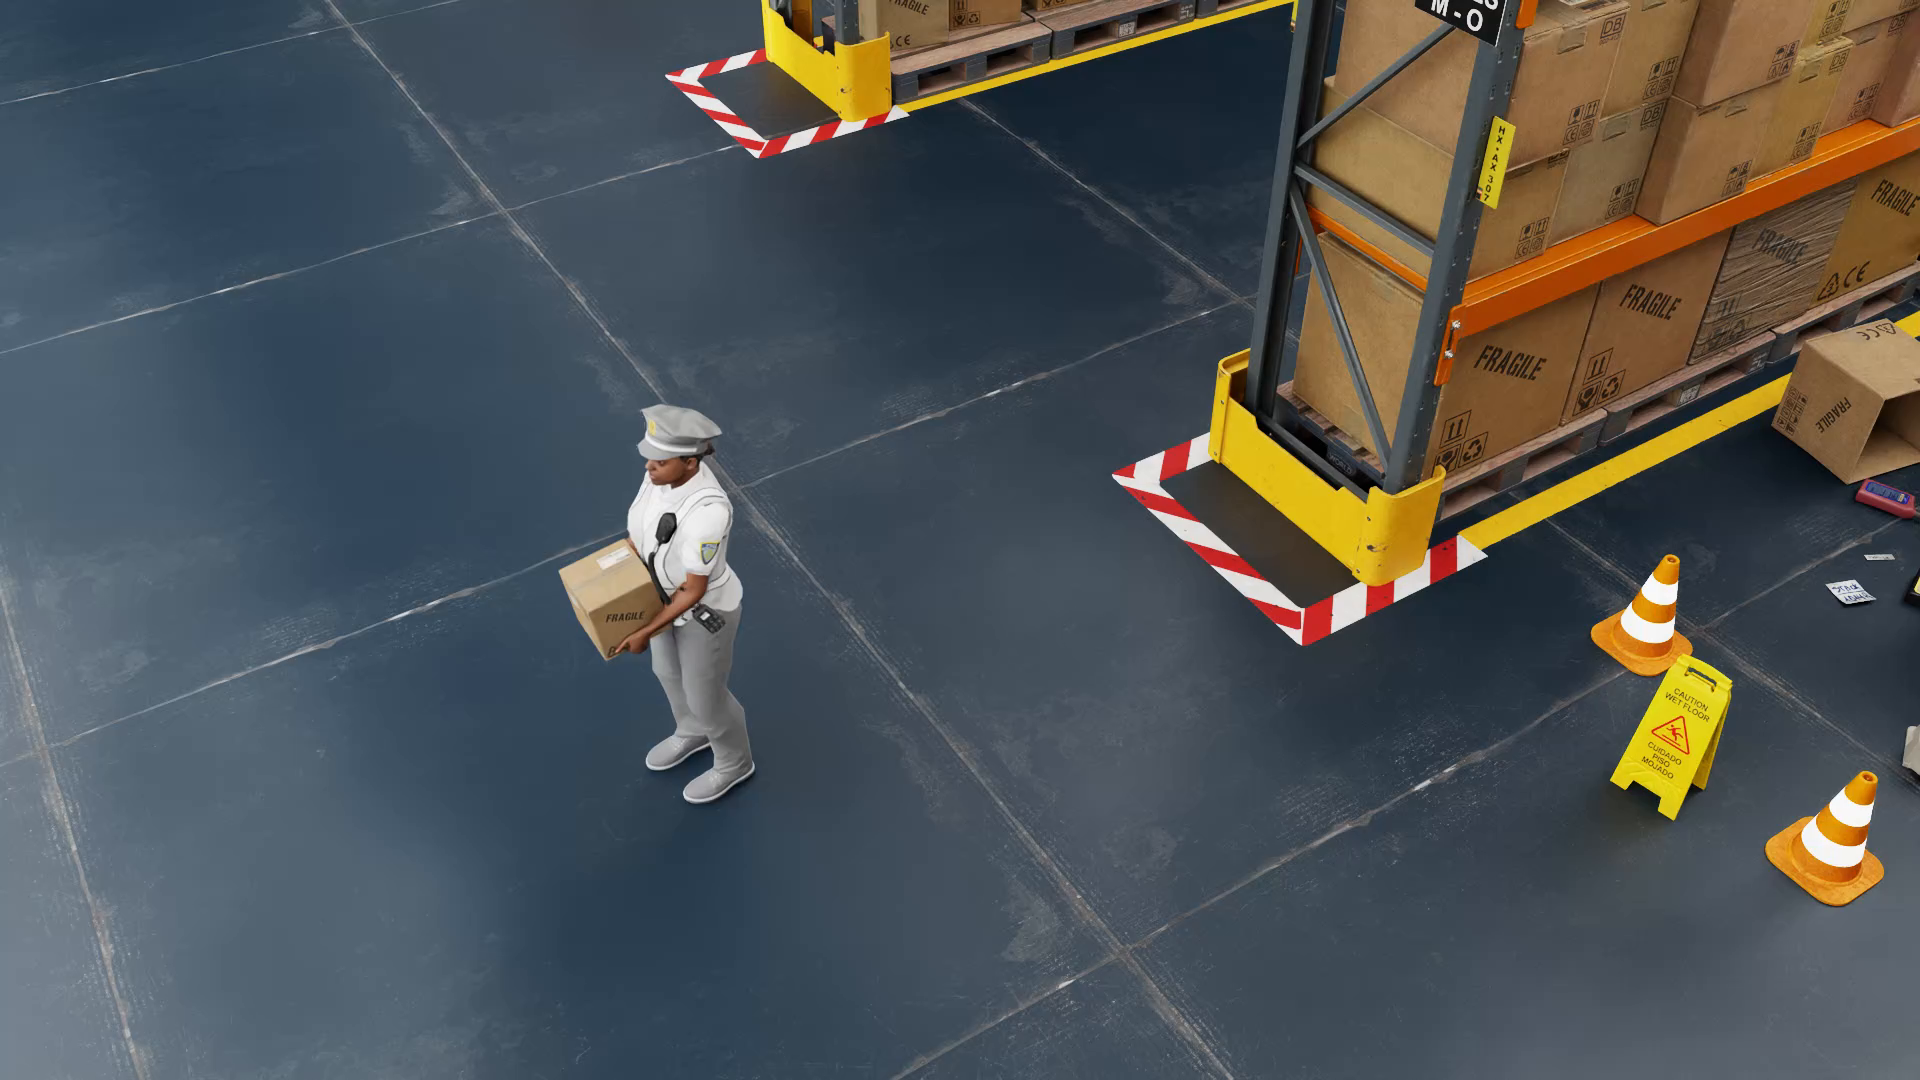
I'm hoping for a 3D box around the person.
[{"bbox_3d":[-1.024,0.250,5.854,0.510,1.692,0.448,-23,46,-24],"label":"person"}]
